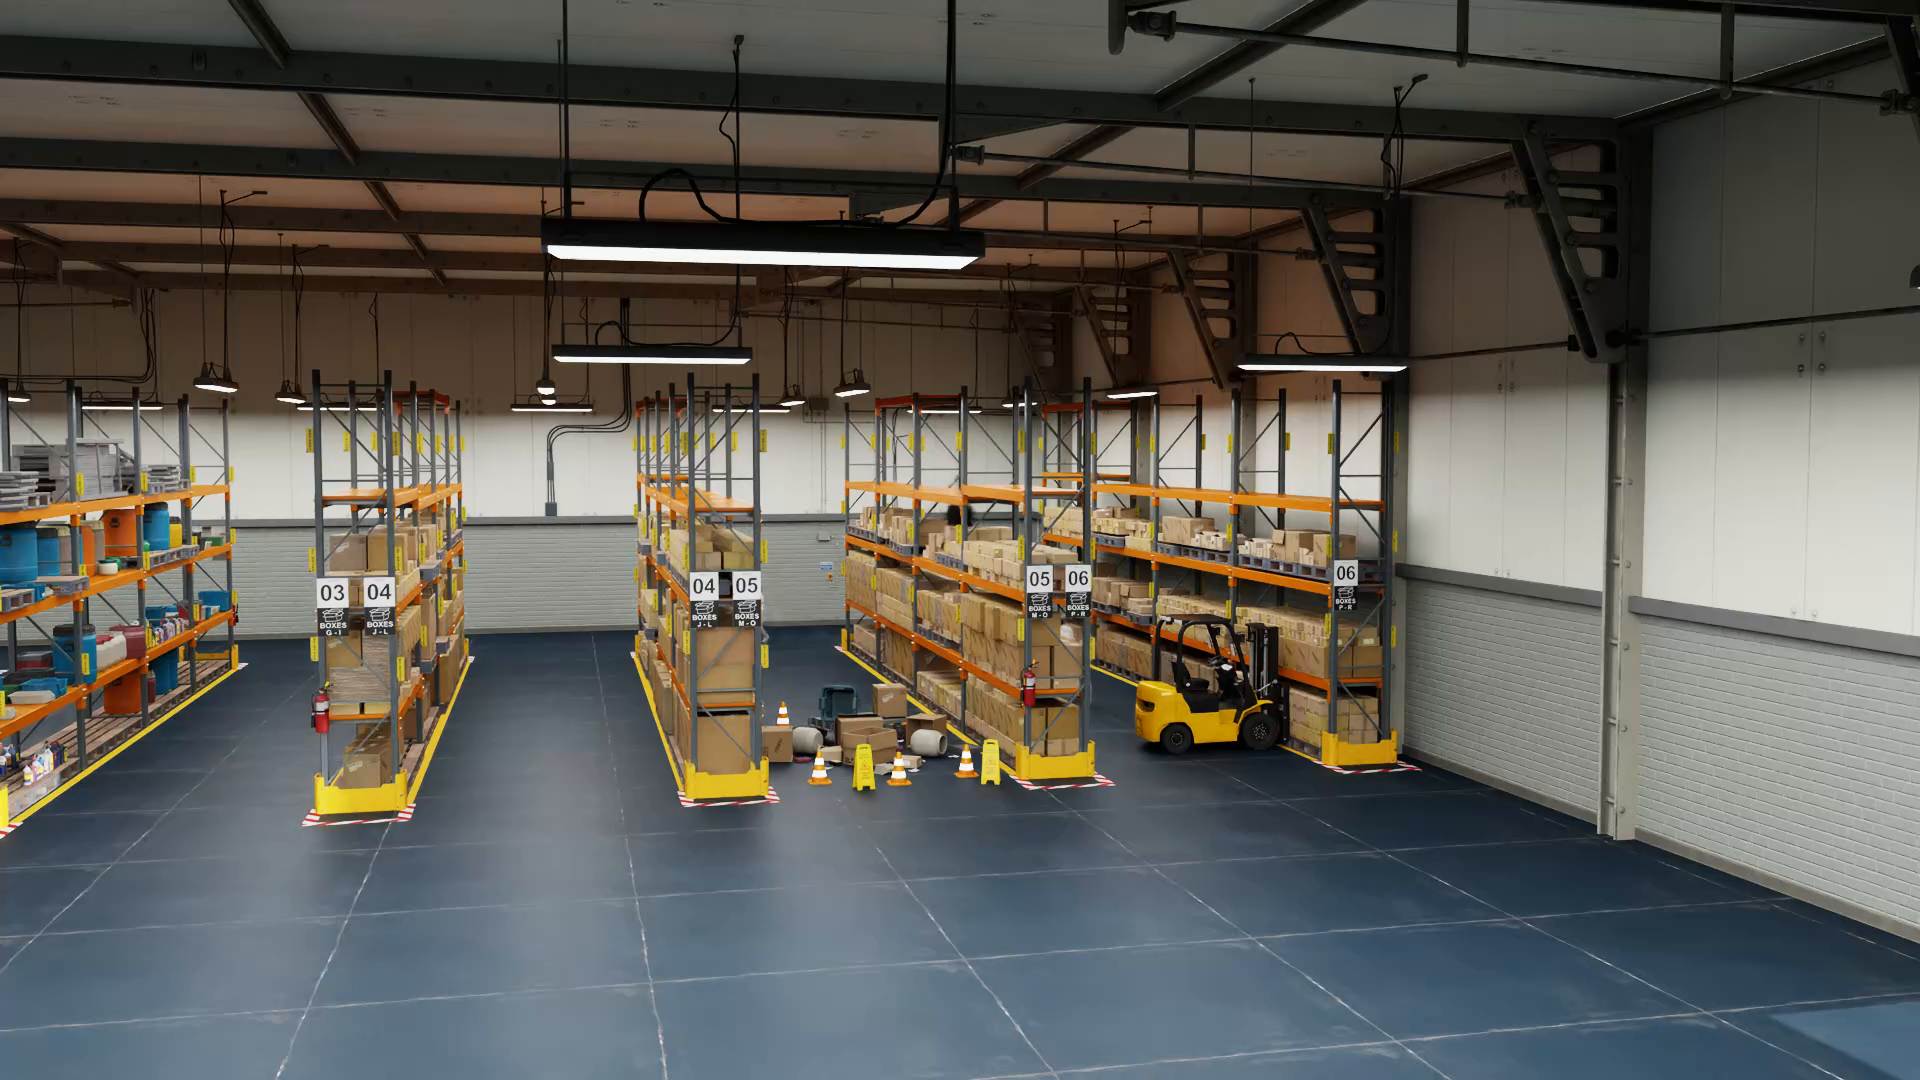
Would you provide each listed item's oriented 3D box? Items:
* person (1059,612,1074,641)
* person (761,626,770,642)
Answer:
[{"bbox_3d":[2.065,2.276,32.922,0.599,1.665,0.942,-1,4,-24],"label":"person"},{"bbox_3d":[-5.216,1.849,41.420,0.953,1.626,0.665,-1,4,-21],"label":"person"}]
